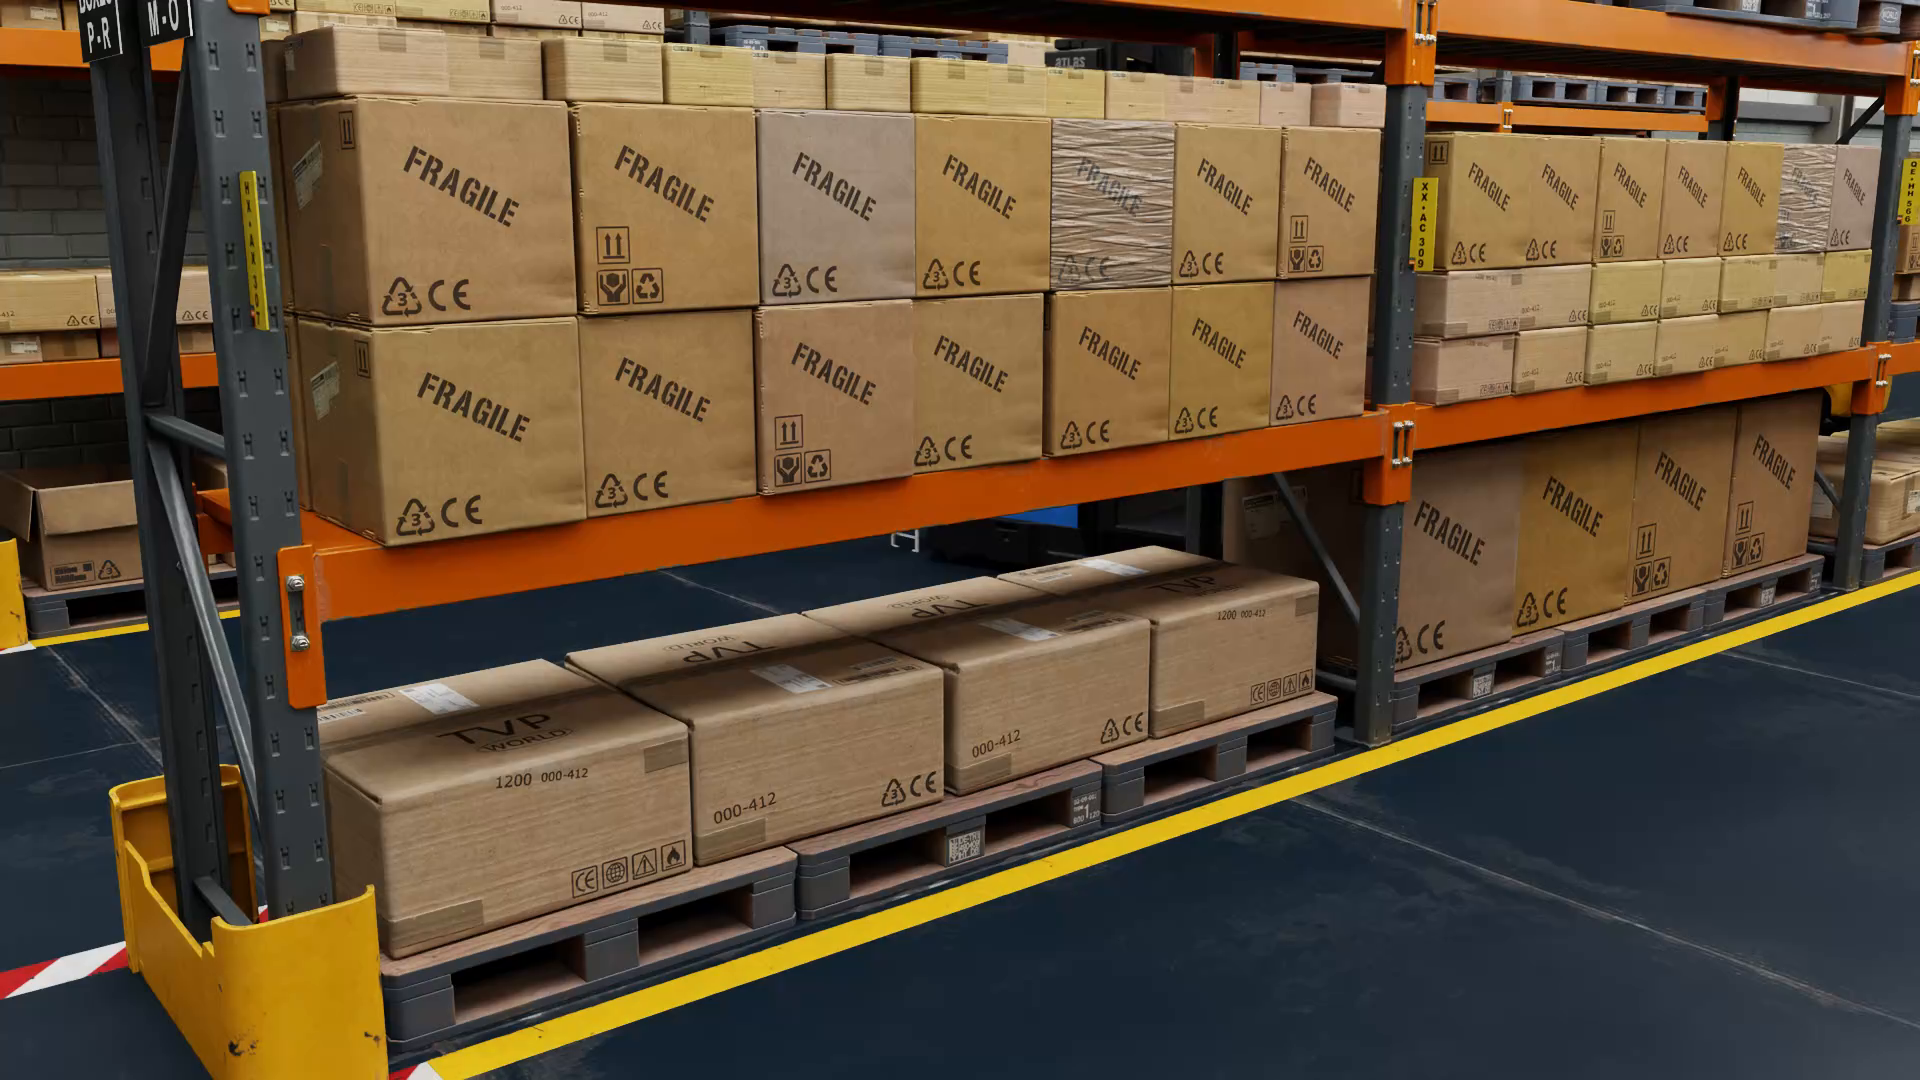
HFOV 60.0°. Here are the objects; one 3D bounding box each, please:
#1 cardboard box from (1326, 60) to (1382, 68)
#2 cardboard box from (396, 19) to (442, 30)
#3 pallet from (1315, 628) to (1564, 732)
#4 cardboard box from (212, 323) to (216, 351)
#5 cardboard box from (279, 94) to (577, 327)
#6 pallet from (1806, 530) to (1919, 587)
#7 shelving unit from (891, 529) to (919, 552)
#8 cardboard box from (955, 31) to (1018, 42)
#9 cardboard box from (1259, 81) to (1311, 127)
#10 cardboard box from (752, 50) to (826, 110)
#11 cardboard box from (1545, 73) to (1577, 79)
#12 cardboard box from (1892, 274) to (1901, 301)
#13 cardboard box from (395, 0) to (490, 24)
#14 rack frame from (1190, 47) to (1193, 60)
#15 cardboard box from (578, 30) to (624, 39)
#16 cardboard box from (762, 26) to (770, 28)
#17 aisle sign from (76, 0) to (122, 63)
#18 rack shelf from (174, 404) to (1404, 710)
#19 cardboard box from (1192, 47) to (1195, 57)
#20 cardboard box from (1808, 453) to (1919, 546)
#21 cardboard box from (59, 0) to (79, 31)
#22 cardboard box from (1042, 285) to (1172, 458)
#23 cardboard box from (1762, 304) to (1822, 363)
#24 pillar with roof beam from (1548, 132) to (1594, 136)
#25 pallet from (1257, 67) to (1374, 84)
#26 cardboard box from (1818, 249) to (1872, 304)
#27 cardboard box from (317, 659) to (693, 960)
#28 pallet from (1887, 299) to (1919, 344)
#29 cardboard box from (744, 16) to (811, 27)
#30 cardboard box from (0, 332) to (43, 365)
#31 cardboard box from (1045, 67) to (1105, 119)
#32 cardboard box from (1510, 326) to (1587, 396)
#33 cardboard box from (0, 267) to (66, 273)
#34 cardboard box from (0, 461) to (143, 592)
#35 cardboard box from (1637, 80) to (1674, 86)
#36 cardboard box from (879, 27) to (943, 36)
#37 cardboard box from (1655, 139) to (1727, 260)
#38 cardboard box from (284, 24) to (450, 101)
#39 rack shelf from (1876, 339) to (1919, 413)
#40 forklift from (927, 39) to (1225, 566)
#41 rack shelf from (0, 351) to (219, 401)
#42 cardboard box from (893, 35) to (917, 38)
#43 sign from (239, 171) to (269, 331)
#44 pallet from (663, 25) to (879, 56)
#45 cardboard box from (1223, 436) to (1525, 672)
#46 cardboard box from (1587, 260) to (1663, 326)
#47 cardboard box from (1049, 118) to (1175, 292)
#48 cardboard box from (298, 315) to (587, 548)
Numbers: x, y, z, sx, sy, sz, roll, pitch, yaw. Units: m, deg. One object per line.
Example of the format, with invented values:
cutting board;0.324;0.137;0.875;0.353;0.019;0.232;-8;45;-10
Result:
cardboard box;3.176;-3.902;13.413;0.250;0.149;0.380;-10;15;-38
cardboard box;-2.919;-2.647;8.757;0.250;0.149;0.380;-9;15;-37
pallet;1.859;0.499;7.268;1.213;0.211;1.003;-9;15;-38
cardboard box;-3.702;-1.052;8.464;0.250;0.149;0.380;-9;15;-37
cardboard box;-1.267;-0.787;3.967;0.500;0.500;0.500;-10;15;-39
pallet;5.039;-0.008;9.660;1.213;0.211;1.003;-9;15;-38
shelving unit;-0.146;-0.567;9.911;0.503;1.200;0.258;-11;16;-41
cardboard box;0.176;-3.417;11.179;0.250;0.149;0.380;-9;15;-36
cardboard box;0.989;-1.499;5.758;0.250;0.149;0.380;-9;15;-36
cardboard box;-0.568;-1.230;4.490;0.250;0.149;0.380;-9;15;-37
cardboard box;5.249;-4.341;15.093;0.500;0.311;0.500;-9;15;-37
cardboard box;4.797;-1.366;8.933;0.250;0.149;0.380;-11;16;-41
cardboard box;-2.827;-2.859;8.796;0.500;0.250;0.500;-9;15;-36
rack frame;1.324;-5.010;12.060;0.127;3.000;1.000;-9;15;-38
cardboard box;-2.089;-2.775;9.361;0.250;0.149;0.380;-9;15;-38
cardboard box;-1.227;-3.278;10.477;0.250;0.149;0.380;-10;16;-39
aisle sign;-2.069;-1.546;3.928;0.004;0.787;0.394;-9;15;-38
rack shelf;-0.258;-0.141;5.302;4.000;0.370;1.077;-9;15;-38
cardboard box;1.786;-3.679;12.323;0.250;0.166;0.380;-9;15;-38
cardboard box;4.875;-0.263;9.461;0.625;0.372;0.950;-11;16;-41
cardboard box;-4.130;-2.455;7.850;0.250;0.149;0.380;-9;15;-37
cardboard box;0.320;-0.564;5.323;0.500;0.500;0.500;-10;15;-38
cardboard box;3.806;-1.021;8.078;0.500;0.250;0.500;-9;15;-37
pillar with roof beam;9.153;-5.406;13.923;0.400;9.000;9.100;-9;15;-38
pallet;2.669;-3.699;13.560;1.213;0.211;1.003;-9;15;-35
cardboard box;4.208;-1.338;8.367;0.500;0.250;0.500;-10;15;-38
cardboard box;-1.367;0.713;4.707;0.875;0.438;0.875;-10;16;-40
pallet;4.917;-1.287;9.431;1.003;0.211;1.213;-9;15;-38
cardboard box;-1.094;-3.158;9.910;0.250;0.149;0.380;-9;15;-37
cardboard box;-4.495;-0.913;7.812;0.250;0.149;0.380;-10;15;-38
cardboard box;0.225;-1.360;5.104;0.250;0.149;0.380;-10;15;-39
cardboard box;2.216;-0.760;6.850;0.500;0.250;0.500;-10;16;-39
cardboard box;-4.730;-1.213;8.263;0.500;0.250;0.500;-9;15;-36
cardboard box;-4.386;-0.086;8.311;0.637;0.503;0.797;-10;16;-40
cardboard box;6.515;-4.671;16.190;0.500;0.500;0.700;-9;15;-37
cardboard box;-0.318;-3.294;10.552;0.250;0.149;0.380;-9;15;-36
cardboard box;3.000;-1.504;7.342;0.500;0.500;0.500;-10;15;-39
cardboard box;-1.369;-1.090;3.829;0.250;0.149;0.380;-9;15;-36
rack shelf;5.989;-1.179;10.191;4.000;0.370;1.077;-9;15;-38
forklift;1.298;-1.223;8.834;3.031;2.935;1.130;9;15;35
rack shelf;-3.361;-0.945;9.091;4.000;0.370;1.077;-9;15;-38
cardboard box;-0.433;-3.415;11.123;0.250;0.149;0.380;-9;15;-37
sign;-1.477;-0.605;3.480;0.005;0.325;0.100;-9;15;-38
pallet;-1.247;-3.005;10.292;1.003;0.211;1.213;-9;15;-38
cardboard box;1.738;-0.012;7.067;0.875;0.875;0.875;-9;15;-36
cardboard box;2.624;-1.068;7.095;0.500;0.250;0.500;-9;15;-37
cardboard box;0.315;-1.052;5.214;0.500;0.500;0.500;-9;15;-37
cardboard box;-1.265;-0.298;4.069;0.500;0.500;0.500;-10;15;-38
